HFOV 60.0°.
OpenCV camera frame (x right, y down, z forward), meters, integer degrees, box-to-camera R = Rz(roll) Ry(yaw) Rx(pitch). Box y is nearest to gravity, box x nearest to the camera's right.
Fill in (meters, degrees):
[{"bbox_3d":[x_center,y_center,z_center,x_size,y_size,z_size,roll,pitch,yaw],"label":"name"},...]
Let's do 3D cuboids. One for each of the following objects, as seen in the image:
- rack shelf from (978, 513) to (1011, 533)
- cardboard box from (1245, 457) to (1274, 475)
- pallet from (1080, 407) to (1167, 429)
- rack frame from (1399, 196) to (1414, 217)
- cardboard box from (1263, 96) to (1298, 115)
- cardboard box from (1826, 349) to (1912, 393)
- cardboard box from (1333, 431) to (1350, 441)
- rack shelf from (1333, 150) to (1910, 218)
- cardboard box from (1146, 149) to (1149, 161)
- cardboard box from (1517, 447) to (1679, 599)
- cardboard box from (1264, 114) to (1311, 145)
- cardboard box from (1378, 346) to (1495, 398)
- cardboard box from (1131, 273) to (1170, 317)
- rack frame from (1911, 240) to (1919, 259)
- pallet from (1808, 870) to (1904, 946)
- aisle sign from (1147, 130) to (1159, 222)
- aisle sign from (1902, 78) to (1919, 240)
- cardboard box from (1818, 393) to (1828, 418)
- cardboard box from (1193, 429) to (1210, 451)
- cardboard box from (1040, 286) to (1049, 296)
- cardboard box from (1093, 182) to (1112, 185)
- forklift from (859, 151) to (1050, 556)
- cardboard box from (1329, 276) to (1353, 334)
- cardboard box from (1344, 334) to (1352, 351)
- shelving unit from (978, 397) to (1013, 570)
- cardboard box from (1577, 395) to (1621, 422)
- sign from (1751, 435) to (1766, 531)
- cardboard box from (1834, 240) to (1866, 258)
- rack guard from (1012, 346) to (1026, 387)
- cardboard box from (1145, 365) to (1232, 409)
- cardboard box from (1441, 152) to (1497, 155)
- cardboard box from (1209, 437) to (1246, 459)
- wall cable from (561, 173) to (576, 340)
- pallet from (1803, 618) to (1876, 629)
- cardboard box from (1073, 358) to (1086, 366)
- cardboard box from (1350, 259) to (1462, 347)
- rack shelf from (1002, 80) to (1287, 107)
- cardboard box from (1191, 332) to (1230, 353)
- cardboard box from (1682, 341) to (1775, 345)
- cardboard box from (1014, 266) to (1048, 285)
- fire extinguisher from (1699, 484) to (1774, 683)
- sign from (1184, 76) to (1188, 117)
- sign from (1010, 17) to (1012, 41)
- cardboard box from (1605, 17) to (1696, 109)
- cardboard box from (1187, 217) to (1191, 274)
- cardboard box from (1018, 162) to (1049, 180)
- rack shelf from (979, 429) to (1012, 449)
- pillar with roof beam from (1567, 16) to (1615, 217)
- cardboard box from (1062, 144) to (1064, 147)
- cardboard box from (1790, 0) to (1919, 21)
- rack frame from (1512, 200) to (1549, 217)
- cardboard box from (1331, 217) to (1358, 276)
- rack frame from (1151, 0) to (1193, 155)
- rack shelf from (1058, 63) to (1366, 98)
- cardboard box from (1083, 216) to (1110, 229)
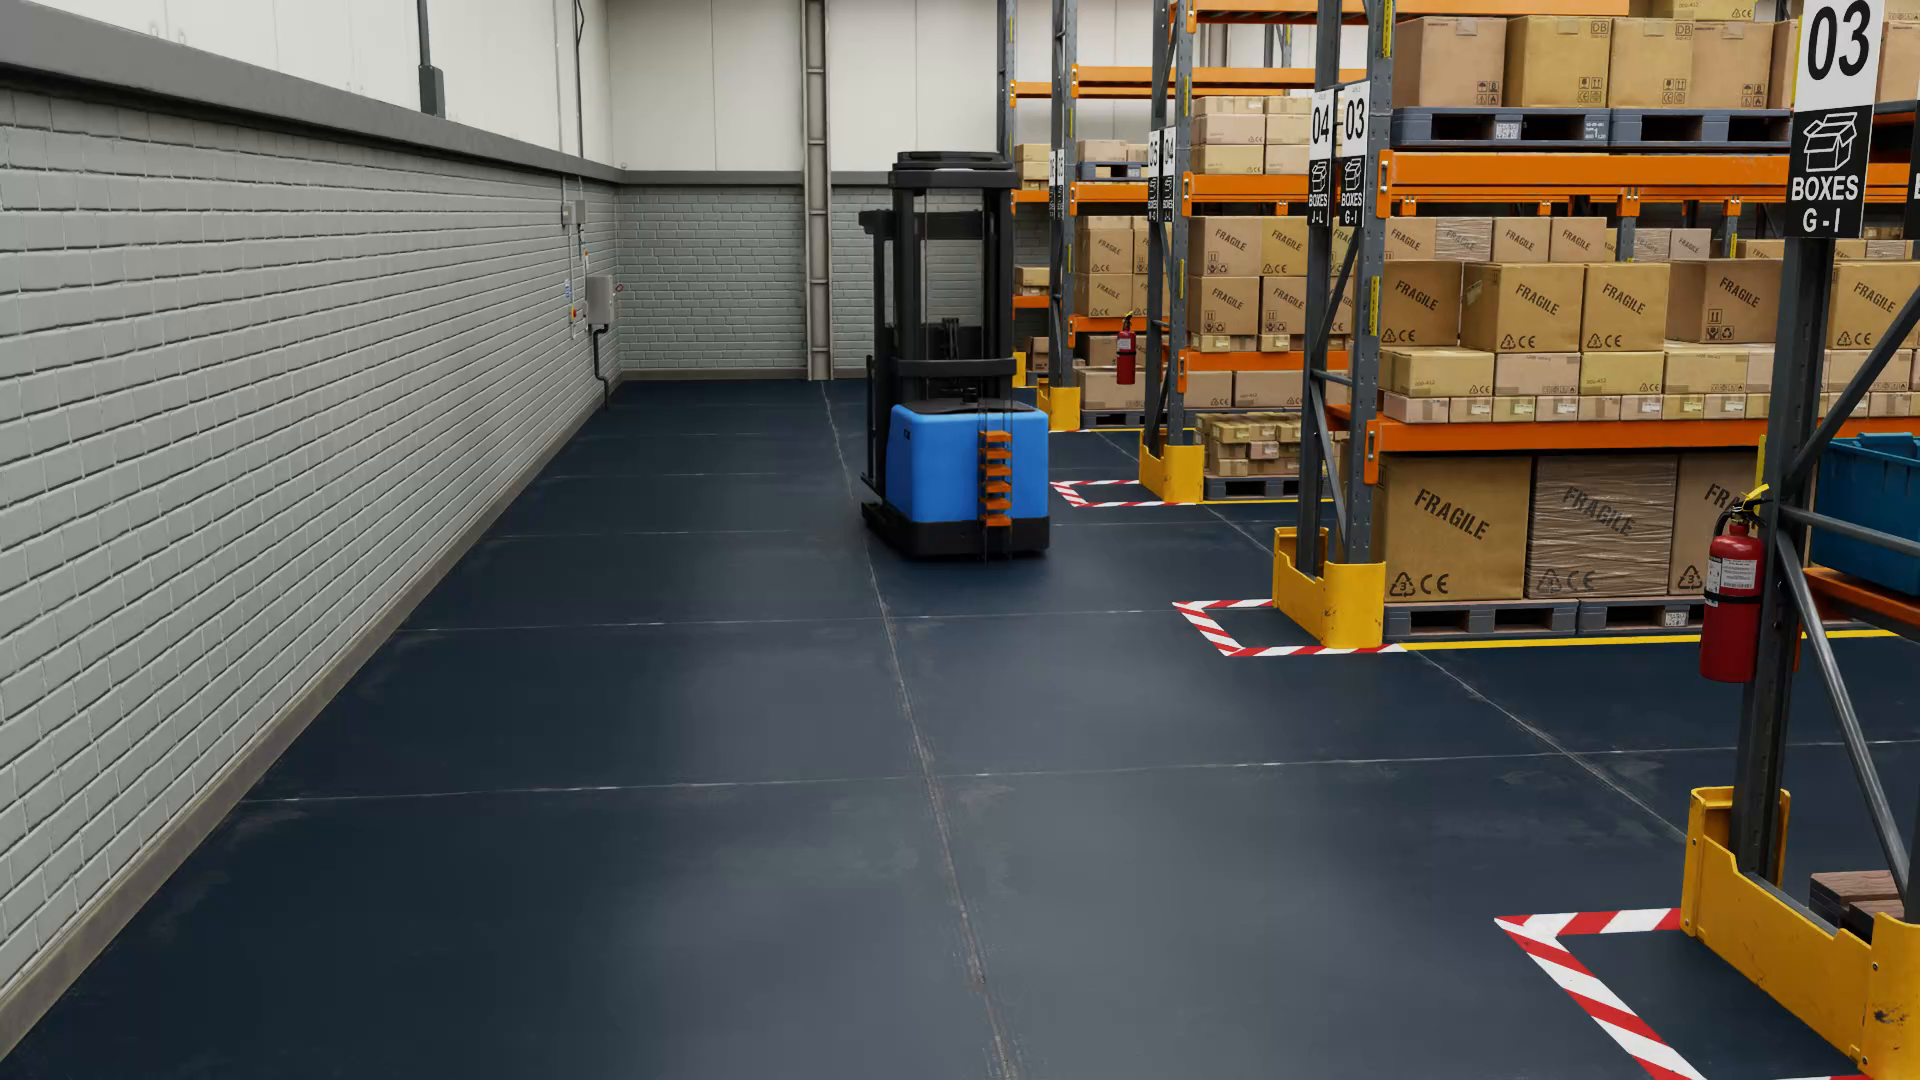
[{"bbox_3d":[0.246,-0.122,11.850,0.180,0.103,0.258,-3,12,-13],"label":"rack shelf"},{"bbox_3d":[2.635,-0.684,14.874,0.250,0.149,0.380,-1,11,-6],"label":"cardboard box"},{"bbox_3d":[1.979,-1.517,20.037,1.213,0.211,1.003,-1,11,-6],"label":"pallet"},{"bbox_3d":[5.170,-2.937,20.031,0.127,3.000,1.000,-1,11,-6],"label":"rack frame"},{"bbox_3d":[2.708,-3.702,14.206,0.250,0.149,0.380,-1,11,-6],"label":"cardboard box"},{"bbox_3d":[5.315,-1.038,9.989,0.500,0.250,0.500,-1,11,-4],"label":"cardboard box"},{"bbox_3d":[3.425,-0.986,14.866,0.250,0.149,0.380,-1,11,-4],"label":"cardboard box"},{"bbox_3d":[4.251,-2.114,9.932,4.000,0.370,1.077,-1,11,-6],"label":"rack shelf"},{"bbox_3d":[2.299,-4.436,19.182,0.250,0.149,0.380,-1,11,-4],"label":"cardboard box"},{"bbox_3d":[3.795,-0.164,10.346,0.875,0.875,0.875,-1,11,-6],"label":"cardboard box"},{"bbox_3d":[2.811,-3.520,14.315,0.500,0.250,0.500,-1,11,-7],"label":"cardboard box"},{"bbox_3d":[2.769,-0.984,9.713,0.500,0.250,0.500,-2,11,-8],"label":"cardboard box"},{"bbox_3d":[2.201,-2.873,19.449,0.500,0.500,0.500,-1,11,-7],"label":"cardboard box"},{"bbox_3d":[6.240,-1.036,10.364,0.127,3.000,1.000,-1,11,-6],"label":"rack frame"},{"bbox_3d":[3.622,1.355,5.427,1.213,0.211,1.003,-1,11,-6],"label":"pallet"},{"bbox_3d":[1.723,-3.238,14.823,0.004,0.787,0.394,-1,11,-6],"label":"aisle sign"},{"bbox_3d":[2.759,-1.220,4.560,0.004,0.787,0.394,-1,11,-6],"label":"aisle sign"},{"bbox_3d":[4.949,-0.822,9.926,0.250,0.149,0.380,-1,11,-5],"label":"cardboard box"},{"bbox_3d":[2.322,-0.925,15.329,0.250,0.149,0.380,-2,11,-8],"label":"cardboard box"},{"bbox_3d":[1.257,-3.650,24.312,0.250,0.149,0.380,-1,11,-5],"label":"cardboard box"},{"bbox_3d":[2.028,-5.121,24.015,0.250,0.149,0.380,-1,11,-6],"label":"cardboard box"},{"bbox_3d":[-0.184,-1.560,13.205,1.130,2.935,3.031,-3,11,-13],"label":"forklift"},{"bbox_3d":[3.322,-2.082,14.650,0.500,0.500,0.500,-1,11,-5],"label":"cardboard box"},{"bbox_3d":[3.471,-1.768,14.736,0.250,0.149,0.380,-1,11,-7],"label":"cardboard box"},{"bbox_3d":[0.247,-0.401,11.794,0.189,1.200,0.258,-3,12,-13],"label":"shelving unit"},{"bbox_3d":[3.673,-0.796,9.790,0.250,0.149,0.380,-1,11,-7],"label":"cardboard box"},{"bbox_3d":[2.722,-0.188,5.627,0.005,0.325,0.100,-1,11,-6],"label":"sign"},{"bbox_3d":[10.663,-3.411,20.322,0.500,0.500,0.500,-1,11,-5],"label":"cardboard box"},{"bbox_3d":[0.729,-2.580,24.697,0.348,0.500,1.175,-1,11,-6],"label":"rack guard"},{"bbox_3d":[2.747,-1.856,20.086,0.875,0.438,0.875,-1,11,-5],"label":"cardboard box"},{"bbox_3d":[4.343,-3.307,14.526,0.500,0.250,0.500,-1,11,-7],"label":"cardboard box"},{"bbox_3d":[2.377,-0.821,14.800,0.250,0.149,0.380,-1,11,-4],"label":"cardboard box"},{"bbox_3d":[-4.410,-3.245,18.885,0.123,1.953,0.585,-1,11,-6],"label":"wall cable"},{"bbox_3d":[5.475,0.333,10.628,1.213,0.211,1.003,-1,11,-6],"label":"pallet"},{"bbox_3d":[1.698,-2.608,24.662,0.250,0.149,0.380,-2,11,-8],"label":"cardboard box"},{"bbox_3d":[2.719,-1.454,10.161,0.500,0.500,0.500,-1,11,-5],"label":"cardboard box"},{"bbox_3d":[2.641,-6.436,24.151,4.000,0.370,1.077,-1,11,-6],"label":"rack shelf"},{"bbox_3d":[2.185,-1.727,14.528,0.250,0.149,0.380,-1,11,-7],"label":"cardboard box"},{"bbox_3d":[4.735,-1.128,10.447,0.500,0.250,0.500,-1,11,-5],"label":"cardboard box"},{"bbox_3d":[1.082,-3.938,24.742,0.500,0.250,0.500,-1,11,-4],"label":"cardboard box"},{"bbox_3d":[2.599,0.134,5.579,0.183,0.674,0.296,-1,11,-6],"label":"fire extinguisher"},{"bbox_3d":[1.887,-3.703,13.886,0.005,0.325,0.100,-1,11,-6],"label":"sign"},{"bbox_3d":[0.712,-7.142,23.243,0.005,0.325,0.100,-1,11,-6],"label":"sign"},{"bbox_3d":[3.856,-2.759,9.742,0.500,0.500,0.700,-2,11,-10],"label":"cardboard box"},{"bbox_3d":[2.256,-2.649,14.945,0.500,0.500,0.500,-1,11,-7],"label":"cardboard box"},{"bbox_3d":[1.124,-5.306,23.925,0.500,0.250,0.500,-1,11,-7],"label":"cardboard box"},{"bbox_3d":[0.247,-0.710,11.732,0.180,0.103,0.258,-3,12,-13],"label":"rack shelf"},{"bbox_3d":[10.270,-6.290,21.535,0.400,9.000,9.100,-1,11,-6],"label":"pillar with roof beam"},{"bbox_3d":[1.629,-5.563,23.934,0.500,0.250,0.500,-1,11,-6],"label":"cardboard box"},{"bbox_3d":[5.304,-3.162,9.849,0.500,0.250,0.500,-2,11,-10],"label":"cardboard box"},{"bbox_3d":[8.606,-3.972,25.296,0.127,3.000,1.000,-1,11,-6],"label":"rack frame"},{"bbox_3d":[3.323,-2.569,14.536,0.500,0.500,0.500,-1,11,-7],"label":"cardboard box"},{"bbox_3d":[1.828,-4.850,14.210,0.127,3.000,1.000,-1,11,-6],"label":"rack frame"},{"bbox_3d":[3.181,-5.290,19.348,4.000,0.370,1.077,-1,11,-6],"label":"rack shelf"},{"bbox_3d":[1.576,-3.666,19.206,0.250,0.149,0.380,-1,11,-5],"label":"cardboard box"}]
